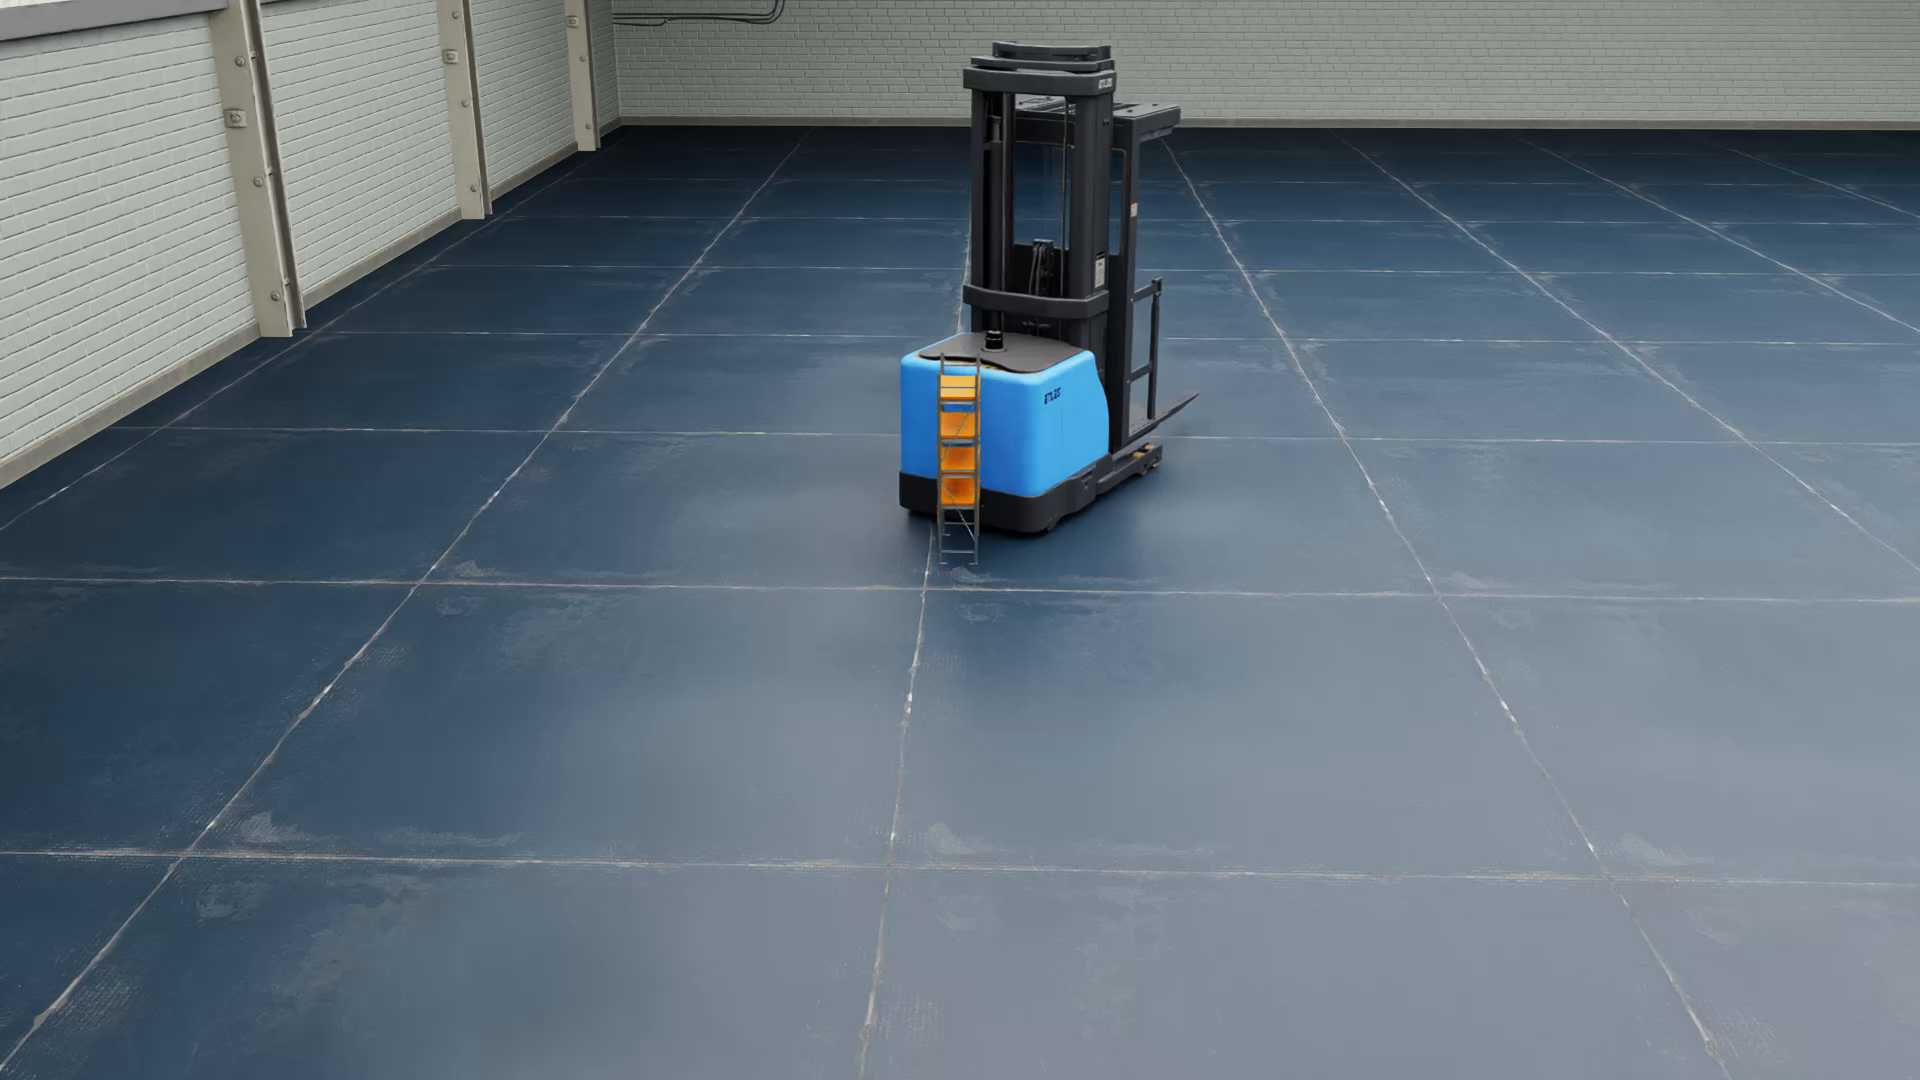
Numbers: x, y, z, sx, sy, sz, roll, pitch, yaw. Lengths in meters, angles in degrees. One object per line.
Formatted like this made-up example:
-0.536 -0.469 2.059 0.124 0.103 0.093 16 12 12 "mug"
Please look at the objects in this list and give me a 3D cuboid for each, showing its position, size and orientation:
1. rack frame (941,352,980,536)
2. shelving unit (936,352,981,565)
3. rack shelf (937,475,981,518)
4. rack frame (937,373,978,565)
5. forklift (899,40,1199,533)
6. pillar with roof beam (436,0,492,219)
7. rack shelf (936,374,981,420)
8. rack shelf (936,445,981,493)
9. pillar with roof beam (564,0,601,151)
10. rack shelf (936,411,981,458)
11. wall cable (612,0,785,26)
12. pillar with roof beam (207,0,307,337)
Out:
0.002 -0.588 10.385 0.240 1.200 0.015 1 21 2 "rack frame"
-0.005 -0.500 10.158 0.258 1.200 0.503 1 21 2 "shelving unit"
-0.005 -0.252 10.254 0.258 0.148 0.480 1 21 2 "rack shelf"
-0.012 -0.411 9.930 0.240 1.200 0.015 1 21 2 "rack frame"
0.789 -1.897 11.365 1.130 2.935 3.031 12 24 28 "forklift"
-1.852 -8.266 19.392 9.100 9.000 0.400 1 21 2 "pillar with roof beam"
-0.005 -0.866 10.015 0.258 0.148 0.480 1 21 2 "rack shelf"
-0.005 -0.437 10.182 0.258 0.148 0.480 1 21 2 "rack shelf"
-1.670 -10.435 24.983 9.100 9.000 0.400 1 21 2 "pillar with roof beam"
-0.005 -0.645 10.101 0.258 0.148 0.480 1 21 2 "rack shelf"
-4.562 -10.085 28.374 3.097 2.526 0.112 1 21 2 "wall cable"
-2.035 -6.096 13.801 9.100 9.000 0.400 1 21 2 "pillar with roof beam"
